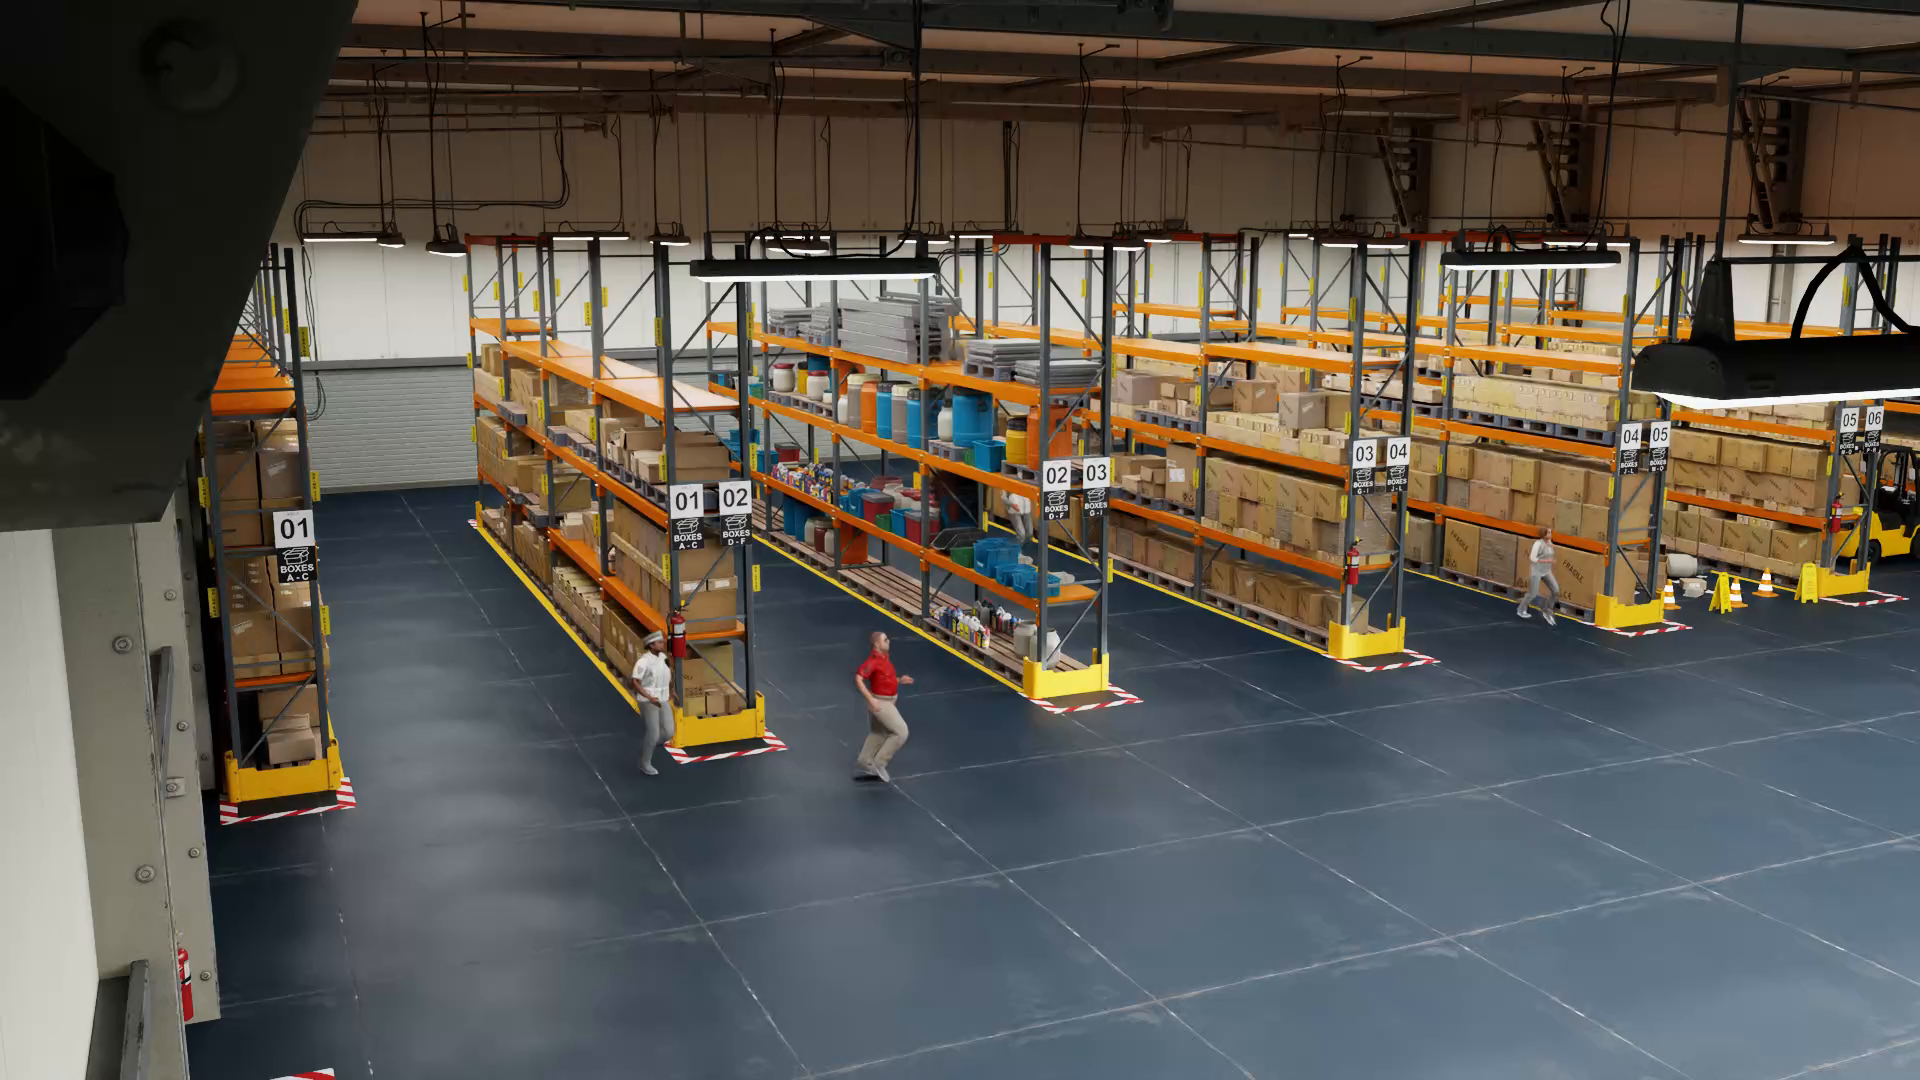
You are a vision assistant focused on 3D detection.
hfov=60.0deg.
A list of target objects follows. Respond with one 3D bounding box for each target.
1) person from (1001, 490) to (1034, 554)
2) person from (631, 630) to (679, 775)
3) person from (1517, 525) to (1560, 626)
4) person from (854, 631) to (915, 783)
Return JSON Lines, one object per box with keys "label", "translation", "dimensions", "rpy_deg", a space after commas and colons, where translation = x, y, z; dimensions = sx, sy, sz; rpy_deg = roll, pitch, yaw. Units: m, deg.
{"label": "person", "translation": [1.062, -0.496, 29.715], "dimensions": [0.657, 1.740, 0.564], "rpy_deg": [-7, 13, -31]}
{"label": "person", "translation": [-3.511, 1.864, 19.249], "dimensions": [0.501, 1.653, 0.646], "rpy_deg": [7, 13, 33]}
{"label": "person", "translation": [9.125, 0.546, 26.180], "dimensions": [0.564, 1.607, 0.742], "rpy_deg": [-6, 13, -30]}
{"label": "person", "translation": [-0.859, 1.892, 18.906], "dimensions": [0.694, 1.739, 0.642], "rpy_deg": [0, 11, 0]}
